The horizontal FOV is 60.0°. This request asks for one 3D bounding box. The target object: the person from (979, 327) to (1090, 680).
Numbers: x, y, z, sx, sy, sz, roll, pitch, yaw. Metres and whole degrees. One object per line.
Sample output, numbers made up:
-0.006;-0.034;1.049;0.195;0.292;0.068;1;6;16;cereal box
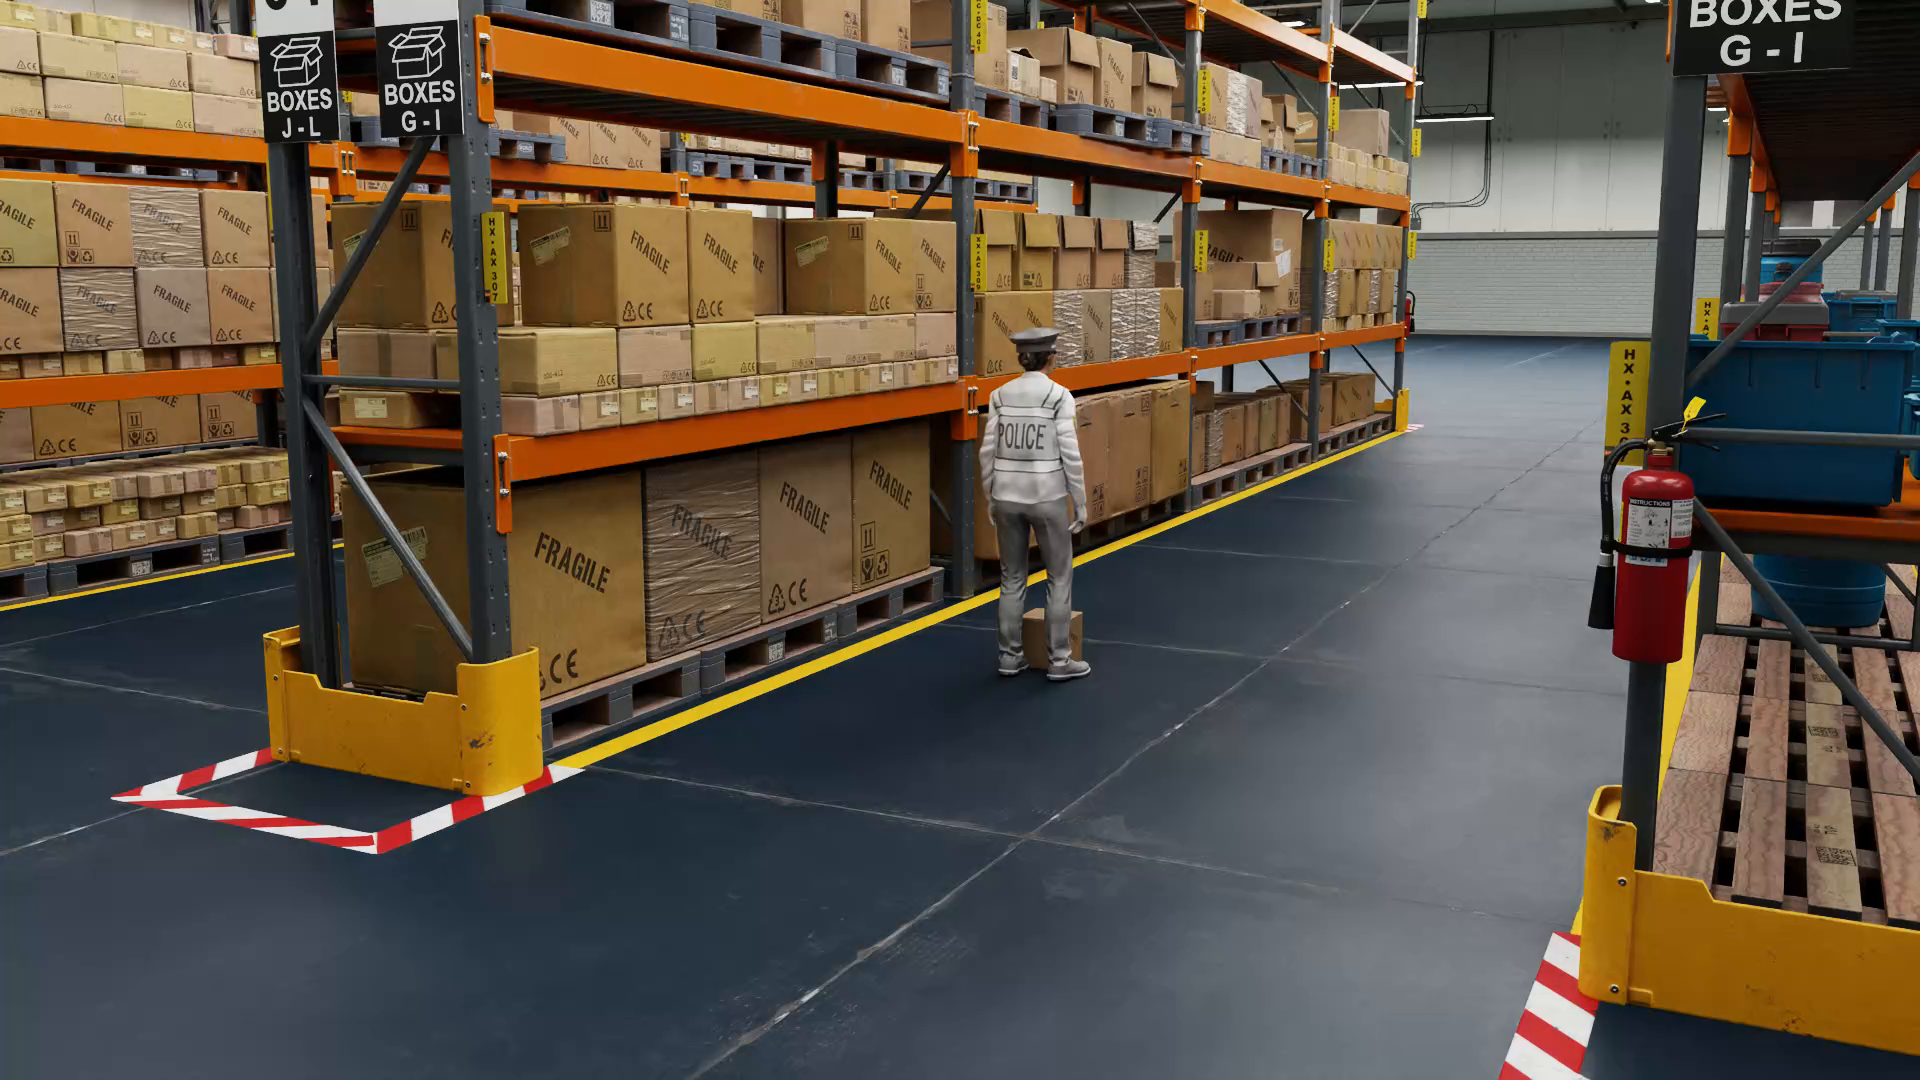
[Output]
0.350;-0.171;7.915;0.529;1.664;0.371;5;10;26;person
